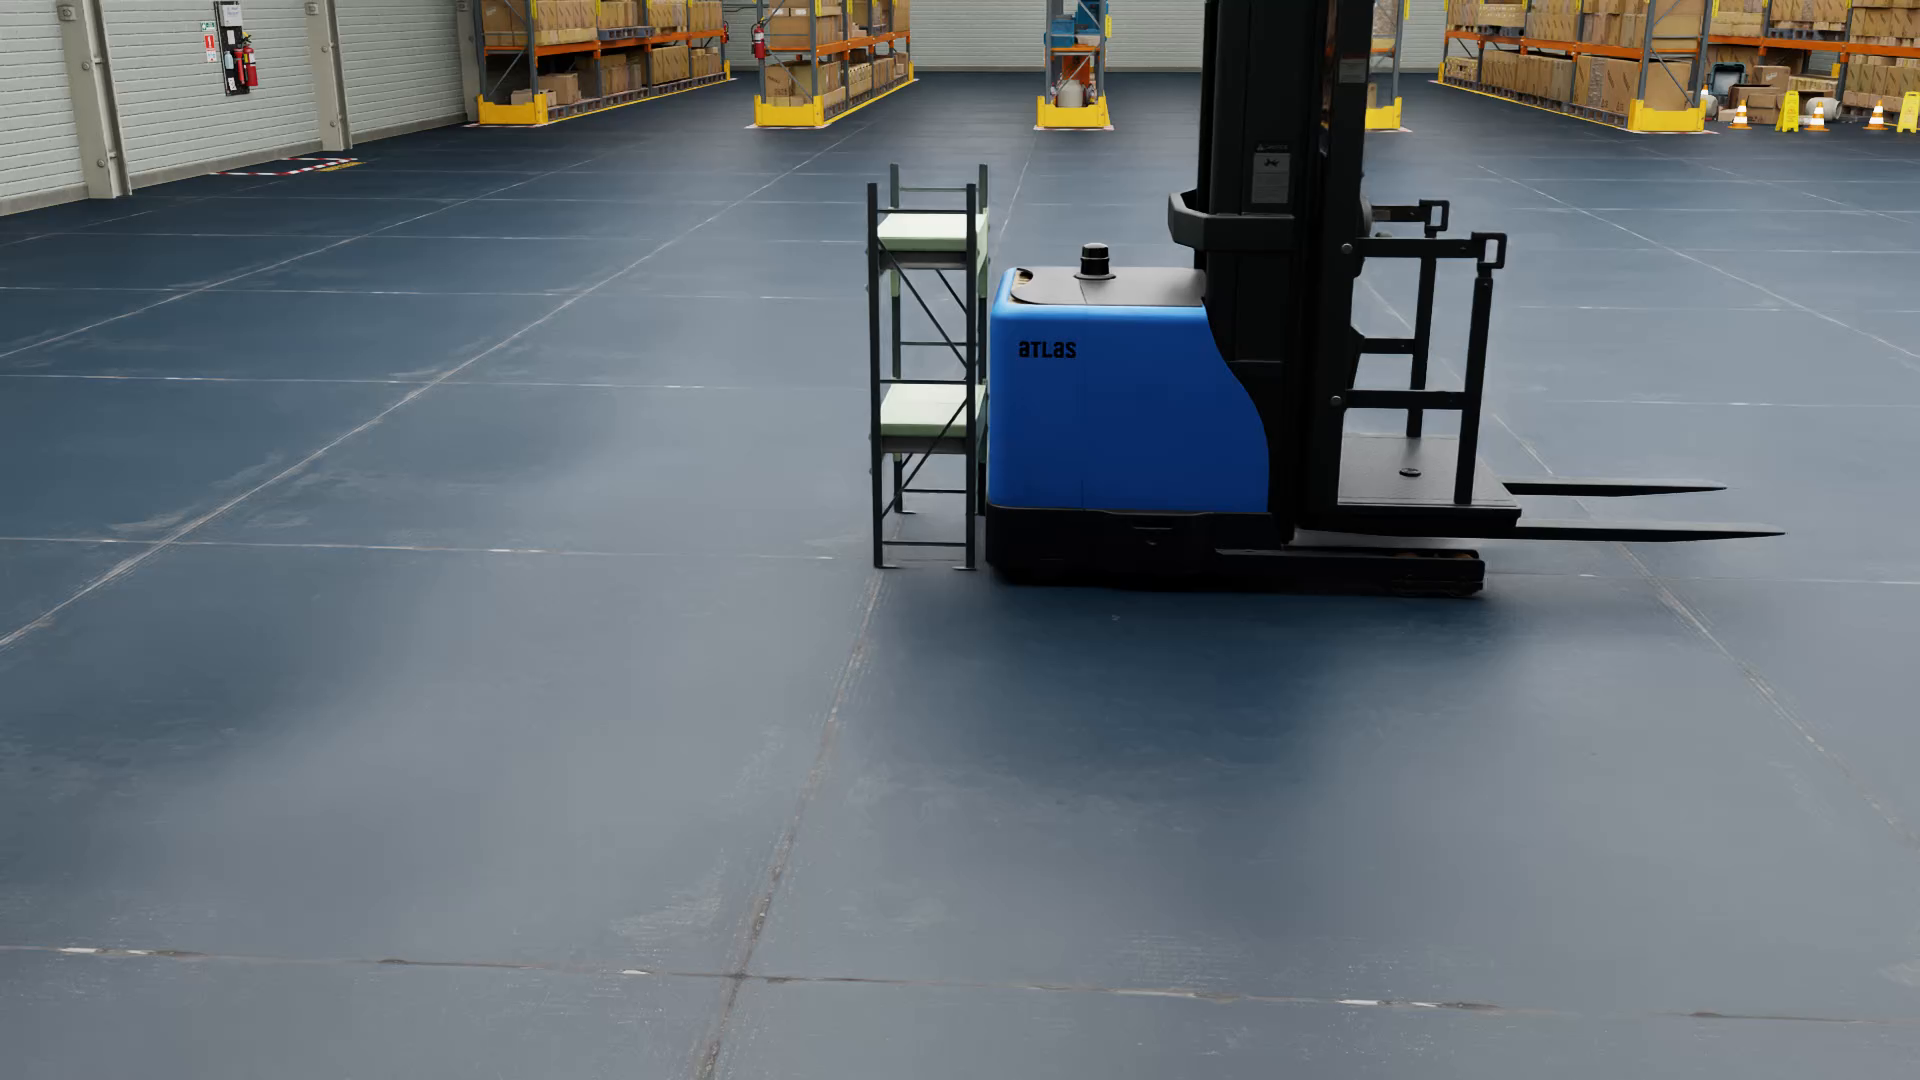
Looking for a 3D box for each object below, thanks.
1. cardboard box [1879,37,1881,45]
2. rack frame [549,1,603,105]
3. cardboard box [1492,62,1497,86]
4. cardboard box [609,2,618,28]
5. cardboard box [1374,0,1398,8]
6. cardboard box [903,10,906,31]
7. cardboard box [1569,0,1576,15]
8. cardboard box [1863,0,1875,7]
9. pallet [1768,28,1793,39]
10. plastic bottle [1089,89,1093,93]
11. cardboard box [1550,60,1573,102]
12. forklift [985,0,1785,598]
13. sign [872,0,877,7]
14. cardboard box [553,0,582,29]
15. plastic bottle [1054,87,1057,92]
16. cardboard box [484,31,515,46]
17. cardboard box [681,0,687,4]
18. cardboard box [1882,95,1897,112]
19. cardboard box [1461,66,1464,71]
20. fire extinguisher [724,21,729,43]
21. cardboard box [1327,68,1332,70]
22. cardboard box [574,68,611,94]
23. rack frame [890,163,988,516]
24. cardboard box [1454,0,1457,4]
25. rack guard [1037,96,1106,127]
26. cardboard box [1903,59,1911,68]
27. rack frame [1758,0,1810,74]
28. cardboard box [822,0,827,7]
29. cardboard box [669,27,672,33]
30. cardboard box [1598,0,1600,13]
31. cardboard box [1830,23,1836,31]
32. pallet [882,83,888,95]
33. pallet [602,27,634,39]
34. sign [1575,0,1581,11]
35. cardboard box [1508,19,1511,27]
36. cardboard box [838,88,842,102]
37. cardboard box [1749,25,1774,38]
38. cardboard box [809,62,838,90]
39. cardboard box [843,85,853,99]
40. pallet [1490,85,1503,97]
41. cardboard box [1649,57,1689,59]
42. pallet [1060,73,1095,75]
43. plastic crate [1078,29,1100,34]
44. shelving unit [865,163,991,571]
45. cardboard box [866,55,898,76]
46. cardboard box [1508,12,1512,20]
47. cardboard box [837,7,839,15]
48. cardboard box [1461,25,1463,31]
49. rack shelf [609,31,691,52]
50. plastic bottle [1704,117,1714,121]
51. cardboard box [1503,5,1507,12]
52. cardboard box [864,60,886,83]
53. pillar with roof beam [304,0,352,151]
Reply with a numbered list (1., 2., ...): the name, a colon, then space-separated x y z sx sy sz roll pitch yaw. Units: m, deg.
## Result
1. cardboard box: 16.738 -8.950 29.823 0.380 0.149 0.250 1 18 4
2. rack frame: -7.630 -10.035 32.731 1.000 3.000 0.127 1 18 4
3. cardboard box: 12.327 -10.507 37.511 0.500 0.500 0.500 2 18 5
4. cardboard box: -7.496 -10.828 34.283 0.700 0.500 0.500 4 19 11
5. cardboard box: 7.216 -9.290 28.213 0.500 0.500 0.500 1 18 4
6. cardboard box: -1.664 -13.239 42.349 0.500 0.500 0.500 1 18 4
7. cardboard box: 12.196 -10.398 32.073 0.700 0.500 0.500 1 18 3
8. cardboard box: 16.770 -9.856 29.942 0.700 0.500 0.500 1 18 4
9. pallet: 17.418 -10.410 34.183 1.213 0.211 1.003 1 18 4
10. plastic bottle: 2.452 -8.241 30.931 0.097 0.271 0.097 0 18 0
11. cardboard box: 12.086 -8.887 32.165 1.050 0.750 0.750 1 18 4
12. forklift: 1.641 -1.347 6.328 3.031 2.935 1.130 1 18 4
13. sign: -1.848 -11.707 35.974 0.100 0.325 0.005 1 18 4
14. cardboard box: -7.433 -9.865 31.216 0.500 0.500 0.500 1 18 2
15. plastic bottle: 1.736 -8.332 31.082 0.144 0.351 0.185 1 18 3
16. cardboard box: -8.077 -8.881 29.417 0.500 0.250 0.500 2 18 5
17. cardboard box: -6.835 -12.924 39.672 0.500 0.250 0.500 2 18 5
18. cardboard box: 16.656 -7.713 29.387 0.500 0.250 0.500 1 18 2
19. cardboard box: 12.664 -11.709 41.265 0.380 0.149 0.250 2 18 7
20. fire extinguisher: -6.299 -13.585 44.287 0.296 0.674 0.183 1 18 4
21. cardboard box: 7.389 -9.410 34.130 0.700 0.500 0.500 3 18 9
22. cardboard box: -7.607 -9.447 34.244 0.700 0.500 0.500 1 18 3
23. rack frame: -0.087 -0.827 7.038 0.400 1.500 0.023 1 18 4
24. cardboard box: 12.665 -13.662 41.556 0.500 0.500 0.500 2 18 6
25. rack guard: 1.923 -7.408 28.730 1.175 0.500 0.348 1 18 4
26. cardboard box: 16.567 -8.246 28.765 0.380 0.149 0.250 2 18 5
27. rack frame: 17.363 -10.725 34.835 1.000 3.000 0.127 1 18 4
28. cardboard box: -2.822 -9.984 30.332 0.700 0.500 0.500 1 18 4
29. cardboard box: -6.933 -11.905 38.809 0.380 0.149 0.250 1 18 2
30. cardboard box: 12.147 -9.859 30.217 0.875 0.550 0.550 1 18 4
31. cardboard box: 16.874 -9.810 31.773 0.380 0.149 0.250 1 18 2
32. pallet: -2.221 -10.452 38.481 1.003 0.211 1.213 1 18 4
33. pallet: -7.445 -10.571 34.674 1.003 0.211 1.213 1 18 4
34. sign: 11.590 -10.083 31.145 0.100 0.325 0.005 1 18 4
35. cardboard box: 12.015 -11.124 35.785 0.380 0.149 0.250 1 18 4
36. cardboard box: -2.550 -8.515 31.833 0.500 0.250 0.500 1 18 4
37. cardboard box: 17.140 -10.816 35.356 0.500 0.250 0.500 1 18 2
38. cardboard box: -2.584 -8.716 31.242 0.500 0.500 0.500 1 18 4
39. cardboard box: -2.413 -8.938 33.126 0.500 0.250 0.500 1 18 3
40. pallet: 12.566 -10.099 37.405 1.003 0.211 1.213 1 18 4
41. cardboard box: 17.989 -11.984 42.119 0.875 0.438 0.875 1 18 2
42. pallet: 3.014 -11.961 43.086 1.003 0.211 1.213 1 18 4
43. plastic crate: 2.443 -9.394 31.012 0.499 0.251 0.616 1 18 4
44. shelving unit: -0.114 -0.713 6.691 0.431 1.500 0.755 1 18 4
45. cardboard box: -1.986 -12.017 42.082 0.797 0.503 0.637 1 18 4
46. cardboard box: 12.017 -11.272 35.757 0.380 0.149 0.250 2 18 6
47. cardboard box: -2.515 -10.116 31.774 0.380 0.149 0.250 1 18 3
48. cardboard box: 12.620 -12.670 41.176 0.380 0.149 0.250 1 18 3
49. rack shelf: -7.200 -11.557 38.531 1.077 0.370 4.000 1 18 4
50. plastic bottle: 13.422 -7.574 29.939 0.283 0.061 0.133 -5 19 -15
51. cardboard box: 12.051 -11.571 36.193 0.380 0.149 0.250 2 18 6
52. cardboard box: -1.979 -10.805 38.388 0.500 0.500 0.500 1 18 2
53. pillar with roof beam: -4.866 -9.921 22.748 9.100 9.000 0.400 1 18 4
